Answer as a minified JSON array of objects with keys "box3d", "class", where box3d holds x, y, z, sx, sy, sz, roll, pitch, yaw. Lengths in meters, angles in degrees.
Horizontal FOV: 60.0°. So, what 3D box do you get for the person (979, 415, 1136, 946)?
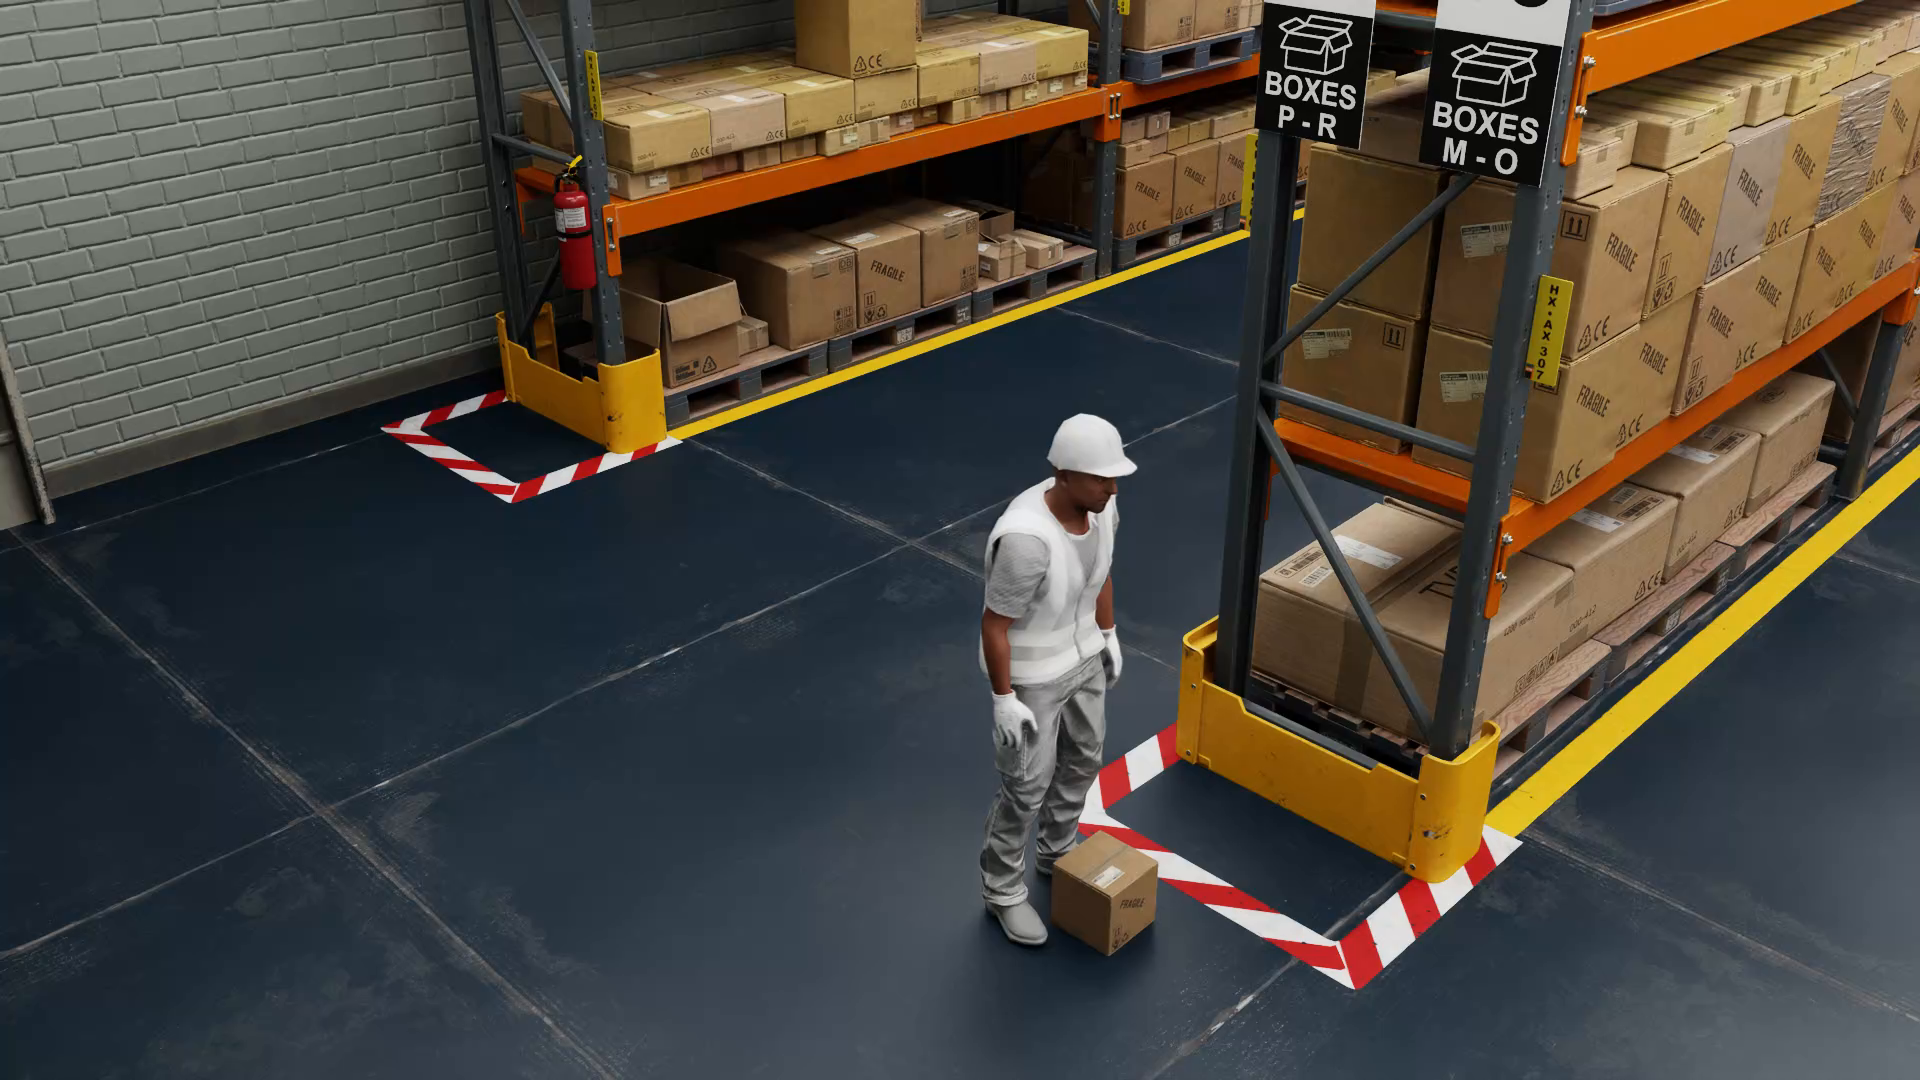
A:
[{"box3d":[0.311,0.420,5.301,0.449,1.775,0.633,23,35,37],"class":"person"}]
